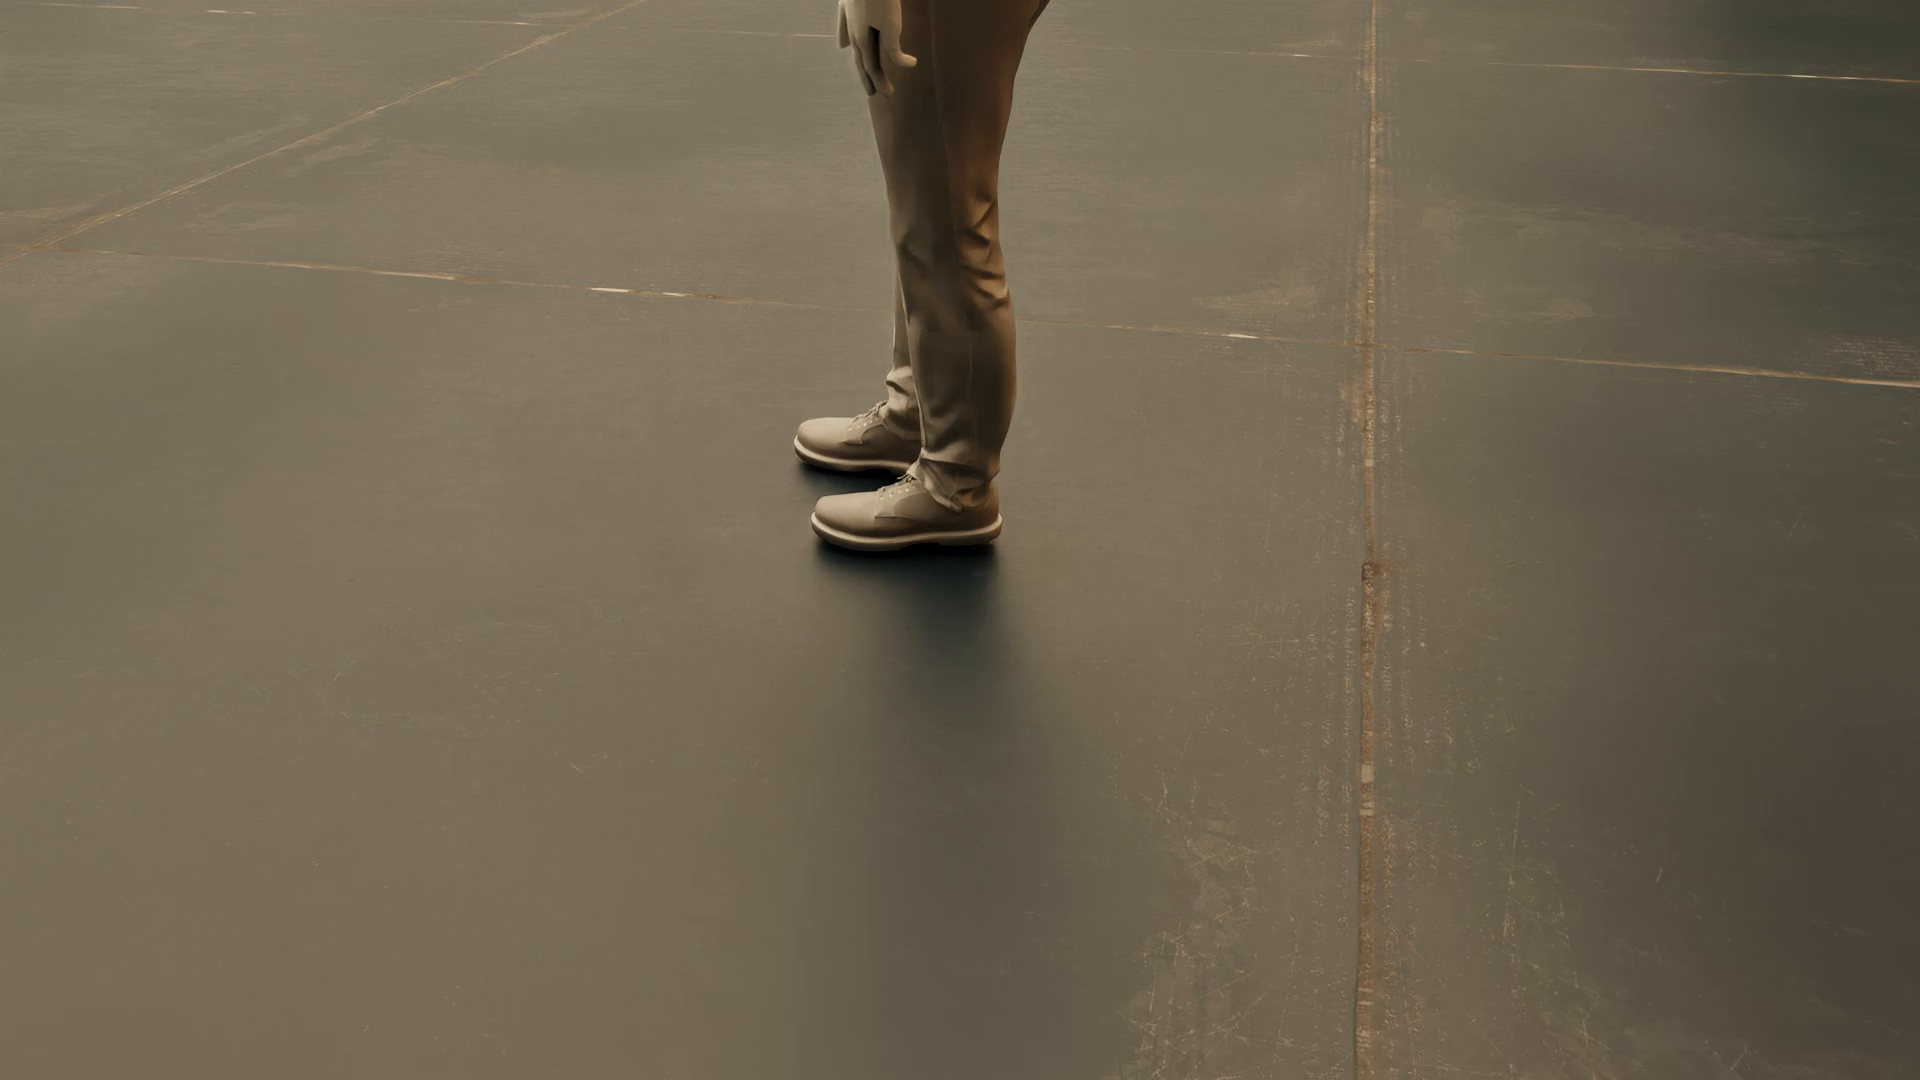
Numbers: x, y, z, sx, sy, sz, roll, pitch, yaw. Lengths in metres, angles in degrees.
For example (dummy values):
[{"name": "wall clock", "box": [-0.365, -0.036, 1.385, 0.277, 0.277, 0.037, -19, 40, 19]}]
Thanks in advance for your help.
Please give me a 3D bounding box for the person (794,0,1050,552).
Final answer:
[{"name": "person", "box": [-0.065, -0.773, 2.134, 0.531, 1.695, 0.587, 6, 27, 11]}]
